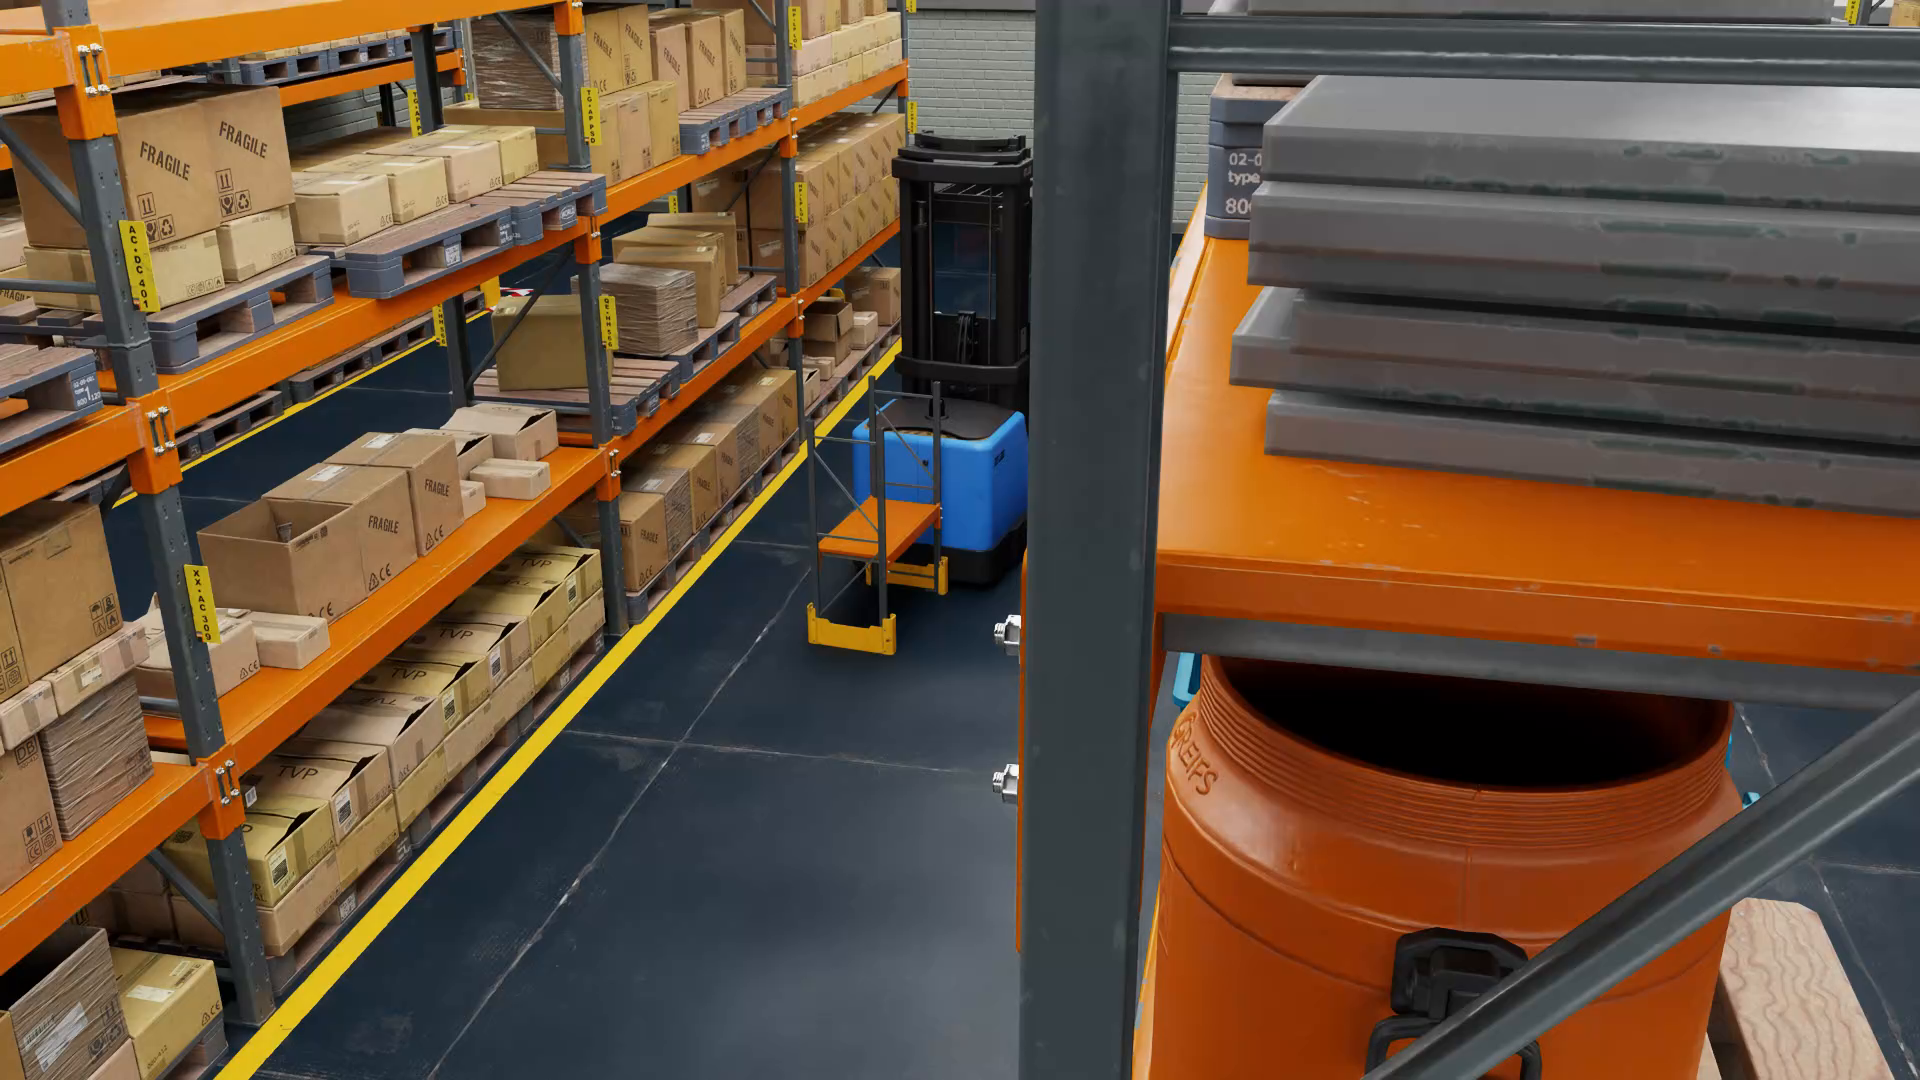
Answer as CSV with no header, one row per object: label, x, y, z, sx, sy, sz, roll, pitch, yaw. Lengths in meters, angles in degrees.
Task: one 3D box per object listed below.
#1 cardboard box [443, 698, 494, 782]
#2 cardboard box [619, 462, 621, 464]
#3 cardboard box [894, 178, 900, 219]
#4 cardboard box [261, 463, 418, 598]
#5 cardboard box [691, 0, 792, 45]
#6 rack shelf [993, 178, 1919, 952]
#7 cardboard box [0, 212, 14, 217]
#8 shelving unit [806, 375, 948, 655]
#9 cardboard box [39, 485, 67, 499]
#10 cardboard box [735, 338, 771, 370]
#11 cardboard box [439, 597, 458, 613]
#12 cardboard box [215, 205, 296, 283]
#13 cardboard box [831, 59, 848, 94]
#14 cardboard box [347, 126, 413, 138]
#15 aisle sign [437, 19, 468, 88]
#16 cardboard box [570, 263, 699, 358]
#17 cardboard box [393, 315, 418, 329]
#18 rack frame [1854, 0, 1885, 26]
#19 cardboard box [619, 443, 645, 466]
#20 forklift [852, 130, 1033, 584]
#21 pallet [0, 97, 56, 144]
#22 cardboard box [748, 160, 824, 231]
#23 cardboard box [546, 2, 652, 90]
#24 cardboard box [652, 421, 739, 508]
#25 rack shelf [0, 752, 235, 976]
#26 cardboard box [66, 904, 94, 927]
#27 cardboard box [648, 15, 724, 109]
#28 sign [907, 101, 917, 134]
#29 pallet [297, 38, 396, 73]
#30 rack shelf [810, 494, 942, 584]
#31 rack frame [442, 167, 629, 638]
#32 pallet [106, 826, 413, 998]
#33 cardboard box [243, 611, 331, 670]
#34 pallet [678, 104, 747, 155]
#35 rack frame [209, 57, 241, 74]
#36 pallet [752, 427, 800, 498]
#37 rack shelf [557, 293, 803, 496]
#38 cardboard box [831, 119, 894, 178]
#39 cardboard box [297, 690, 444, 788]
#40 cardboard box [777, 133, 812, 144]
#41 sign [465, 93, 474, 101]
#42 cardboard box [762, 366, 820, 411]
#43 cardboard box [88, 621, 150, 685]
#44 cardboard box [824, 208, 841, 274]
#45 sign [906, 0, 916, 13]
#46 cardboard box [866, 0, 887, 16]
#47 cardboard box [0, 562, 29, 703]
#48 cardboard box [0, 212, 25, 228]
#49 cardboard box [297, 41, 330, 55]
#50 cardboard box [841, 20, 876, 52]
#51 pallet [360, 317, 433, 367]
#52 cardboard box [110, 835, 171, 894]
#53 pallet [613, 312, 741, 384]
cardboard box,-2.844,1.037,8.883,0.500,0.250,0.500,5,22,12
cardboard box,-2.698,-0.589,11.555,0.500,0.250,0.500,5,23,13
cardboard box,-0.859,-3.604,17.152,0.500,0.500,0.500,5,23,13
cardboard box,-3.100,-0.055,8.341,0.500,0.500,0.500,4,22,11
cardboard box,-1.788,-4.361,13.680,0.700,0.500,0.500,4,22,11
rack shelf,0.958,-0.506,3.063,1.077,0.370,4.000,4,22,11
cardboard box,-7.461,-2.296,12.476,0.500,0.250,0.500,4,22,10
shelving unit,-0.531,-0.190,10.817,0.587,1.500,1.083,7,23,17
cardboard box,-7.238,-0.649,12.265,0.750,0.750,0.750,4,22,10
cardboard box,-2.012,-1.553,14.953,0.500,0.500,0.500,4,22,11
cardboard box,-3.160,0.366,9.796,0.500,0.311,0.500,4,22,10
cardboard box,-3.238,-1.295,7.178,0.500,0.250,0.500,2,22,6
cardboard box,-1.299,-4.125,14.766,0.500,0.250,0.500,4,22,11
cardboard box,-5.978,-4.070,18.042,0.980,0.700,0.700,5,23,13
aisle sign,-5.576,-5.327,18.086,0.394,0.787,0.004,4,22,11
cardboard box,-2.275,-1.616,11.655,0.700,0.500,0.500,9,24,21
cardboard box,-6.133,-2.523,17.386,0.700,0.500,0.500,4,22,9
rack frame,8.663,-5.768,14.630,1.000,3.000,0.127,4,22,11
cardboard box,-2.599,-0.410,12.113,0.500,0.500,0.500,4,22,9
forklift,0.204,-1.580,12.354,1.130,2.935,3.031,7,23,18
pallet,-7.212,-3.145,12.384,1.003,0.211,1.213,6,23,13
cardboard box,-1.479,-2.940,14.166,0.500,0.500,0.500,5,22,12
cardboard box,-2.363,-3.250,10.920,0.500,0.500,0.500,4,22,11
cardboard box,-1.984,-0.571,12.514,0.500,0.500,0.500,4,22,9
rack shelf,-3.891,1.712,5.050,1.077,0.370,4.000,4,22,11
cardboard box,-3.884,1.525,6.665,0.500,0.500,0.500,4,22,11
cardboard box,-2.139,-3.533,12.266,0.600,0.600,0.600,4,22,10
sign,-0.495,-4.376,17.230,0.100,0.325,0.005,4,22,11
pallet,-6.272,-4.749,16.233,1.003,0.211,1.213,4,22,11
rack shelf,-0.534,-0.020,10.876,0.538,0.185,1.000,7,23,17
rack frame,-2.666,-0.816,10.364,1.000,3.000,0.127,4,22,11
pallet,-3.370,1.668,7.929,1.003,0.211,1.213,4,22,11
cardboard box,-3.102,0.455,7.545,0.380,0.149,0.250,4,22,11
pallet,-2.261,-2.970,11.950,1.213,0.211,1.003,4,22,11
rack frame,-6.700,-5.438,13.810,1.000,3.000,0.127,4,22,11
pallet,-1.979,-0.685,13.772,1.003,0.211,1.213,4,22,11
rack shelf,-2.258,-1.214,12.315,1.077,0.370,4.000,4,22,11
cardboard box,-0.958,-3.883,16.508,0.500,0.500,0.500,5,22,12
cardboard box,-2.943,0.963,8.314,0.500,0.311,0.500,4,22,9
cardboard box,-1.692,-3.550,15.680,0.500,0.500,0.500,4,22,10
sign,-5.356,-4.718,18.187,0.100,0.325,0.005,4,22,11
cardboard box,-1.553,-1.373,14.757,0.500,0.311,0.500,4,22,11
cardboard box,-3.328,0.415,6.305,0.380,0.149,0.250,4,22,11
cardboard box,-1.378,-2.678,14.855,0.500,0.500,0.500,5,22,12
sign,-0.495,-5.494,16.780,0.100,0.325,0.005,4,22,11
cardboard box,-1.123,-5.454,16.394,0.700,0.500,0.500,4,22,11
cardboard box,-3.669,0.346,5.608,0.700,0.500,0.500,4,22,11
cardboard box,-6.964,-2.260,12.387,0.500,0.250,0.500,5,22,11
cardboard box,-6.183,-4.636,15.339,0.500,0.250,0.500,4,22,10
cardboard box,-1.097,-4.723,15.581,0.500,0.250,0.500,4,22,11
pallet,-6.222,-2.081,17.239,1.003,0.211,1.213,4,22,11
cardboard box,-3.681,1.297,7.485,0.500,0.311,0.500,4,22,11
pallet,-2.274,-1.439,12.167,1.003,0.211,1.213,4,22,11
